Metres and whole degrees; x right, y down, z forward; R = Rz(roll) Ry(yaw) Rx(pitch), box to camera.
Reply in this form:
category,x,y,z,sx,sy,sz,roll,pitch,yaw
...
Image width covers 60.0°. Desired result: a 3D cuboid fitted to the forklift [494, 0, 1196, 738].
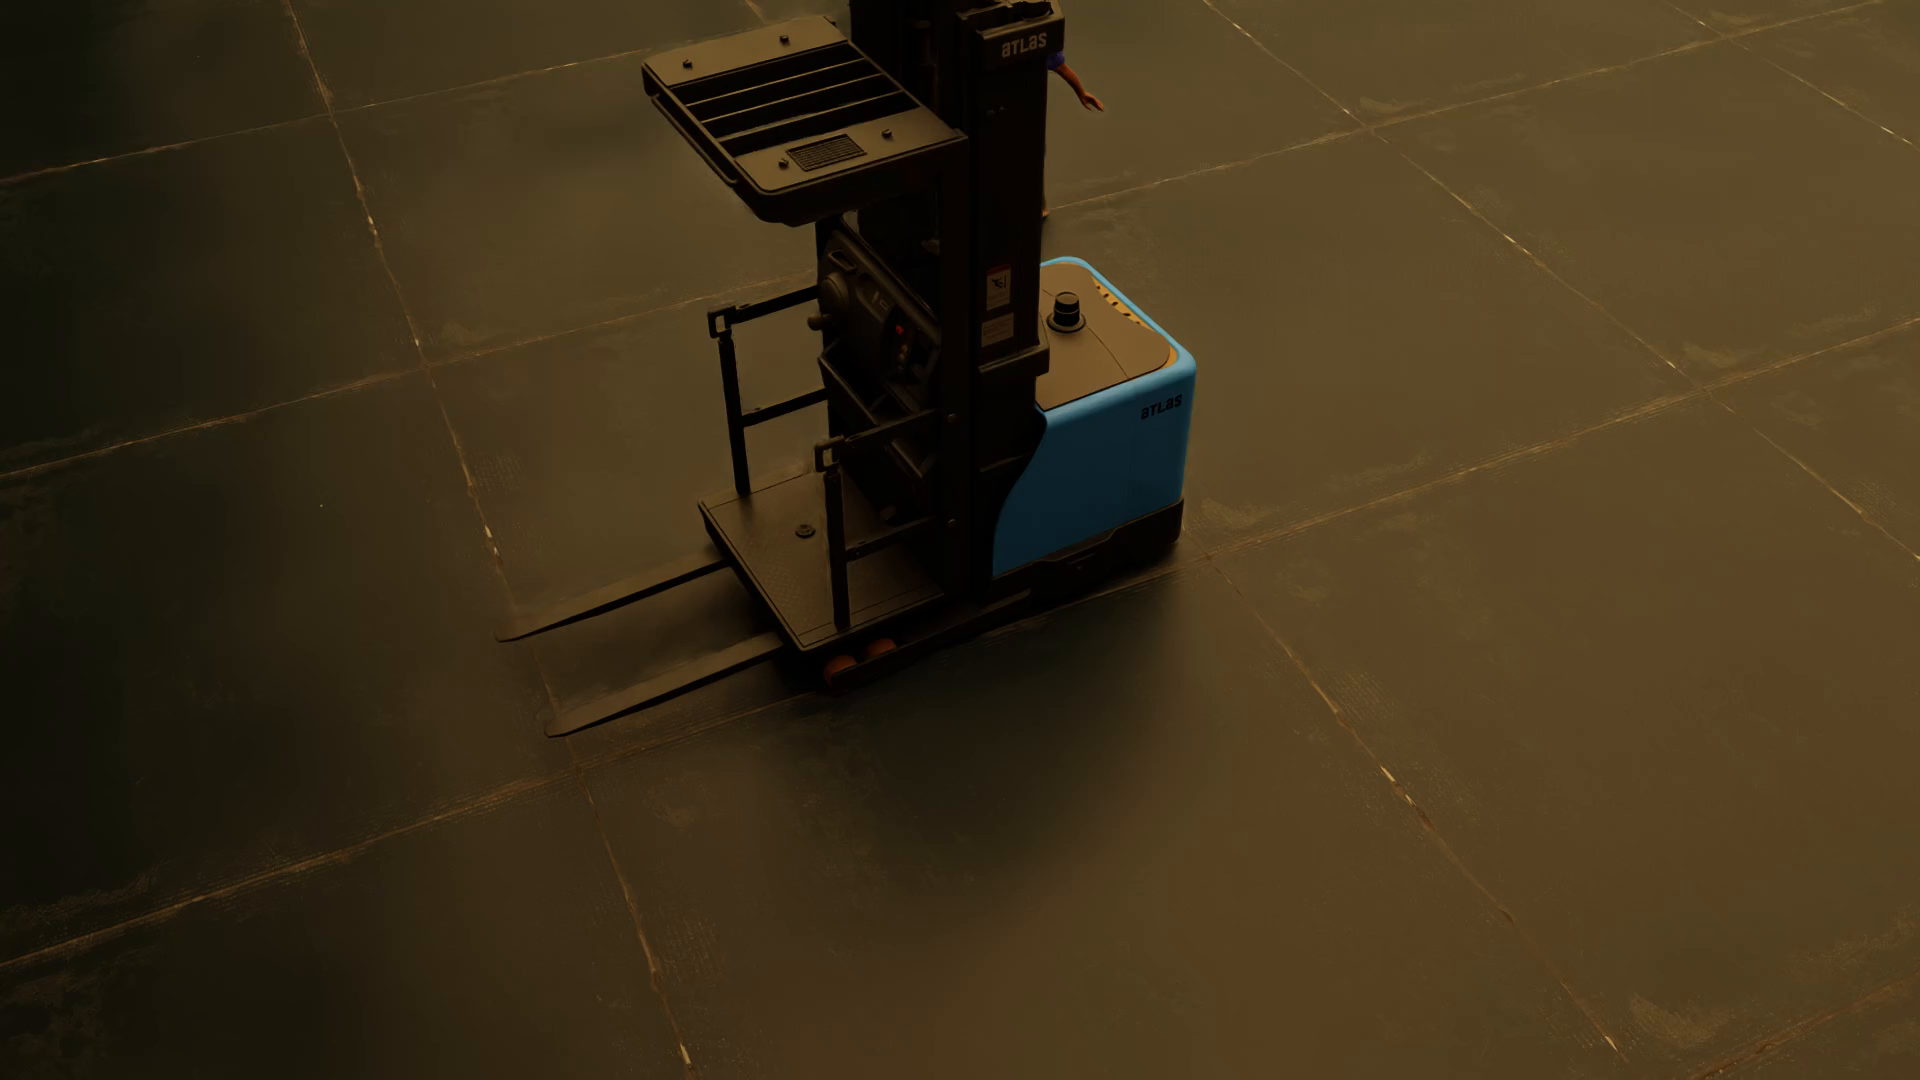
category,x,y,z,sx,sy,sz,roll,pitch,yaw
forklift,-0.507,-0.832,6.571,3.031,2.935,1.130,-22,47,-21

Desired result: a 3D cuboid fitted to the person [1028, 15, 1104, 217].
category,x,y,z,sx,sy,sz,roll,pitch,yaw
person,0.295,-2.280,9.230,1.109,1.565,0.479,-33,52,-30
